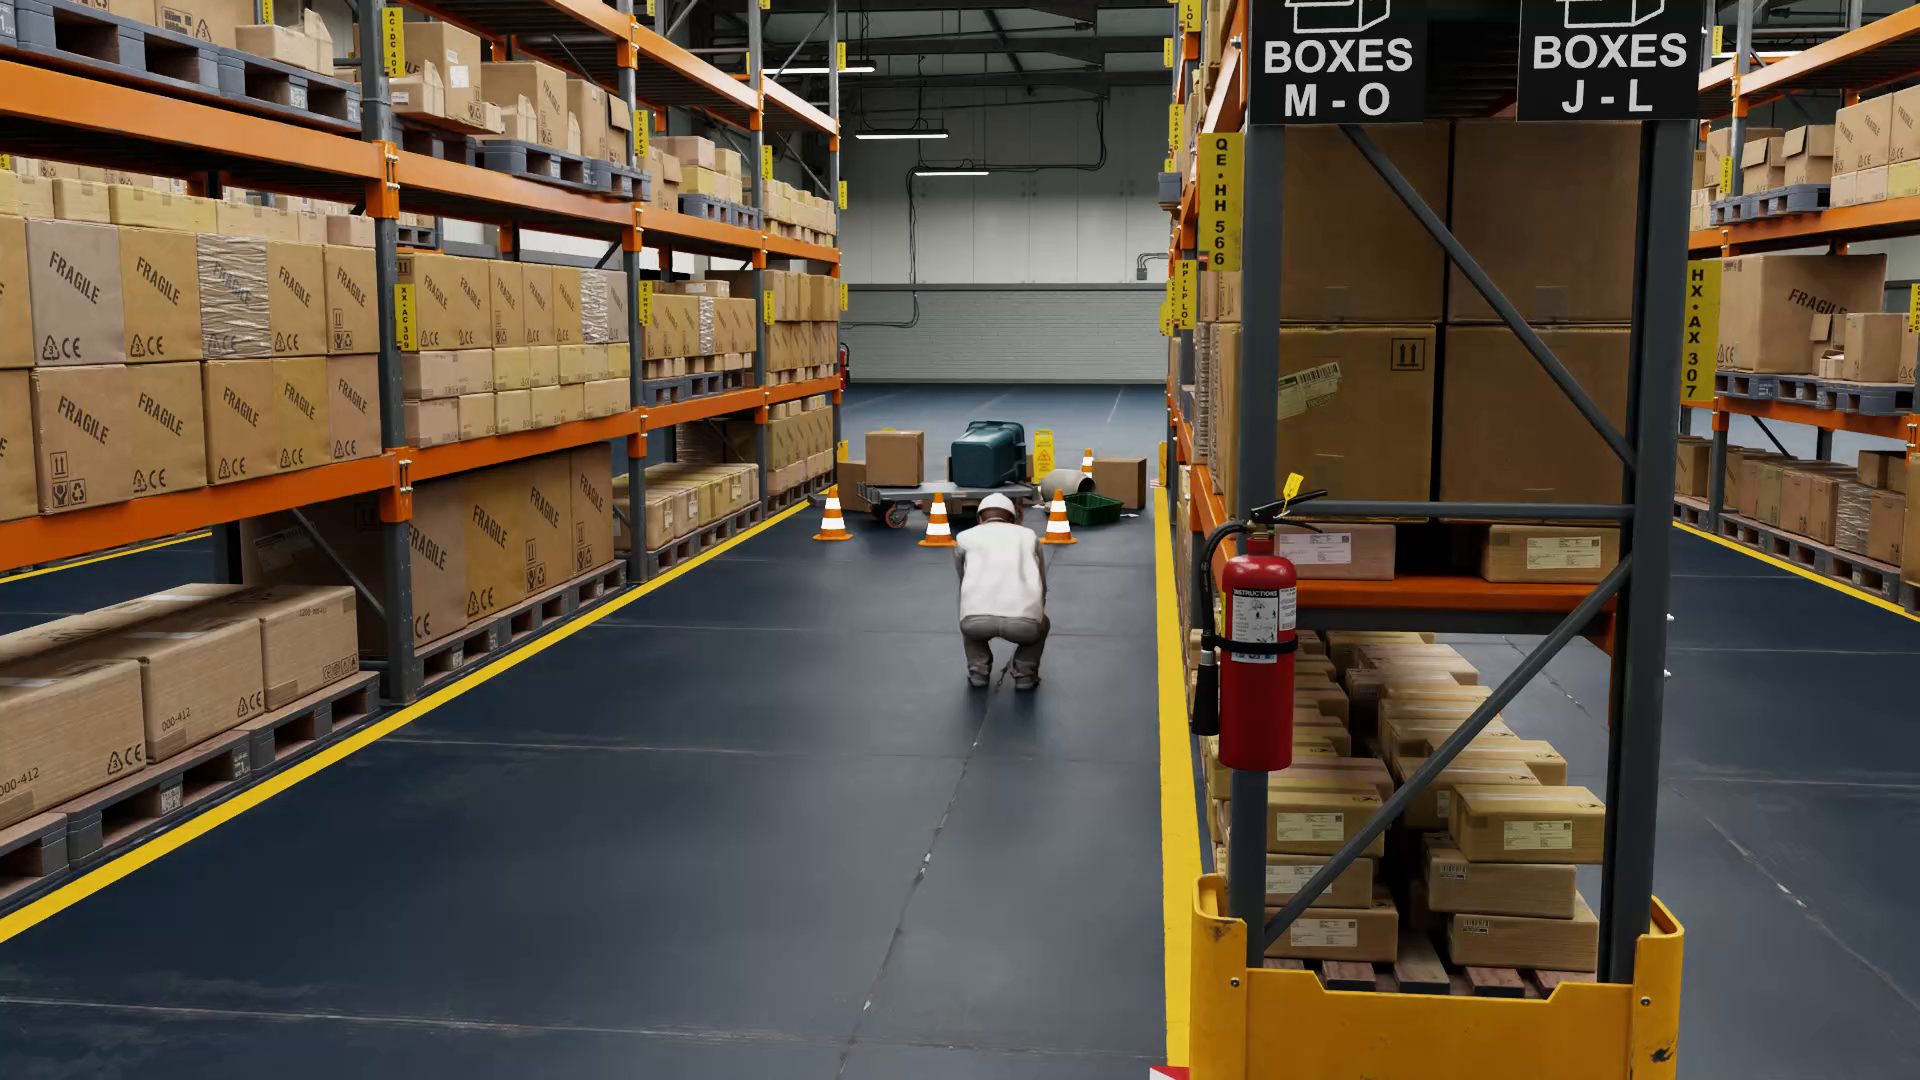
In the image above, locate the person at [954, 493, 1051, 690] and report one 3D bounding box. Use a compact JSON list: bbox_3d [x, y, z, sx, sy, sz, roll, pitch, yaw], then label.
[{"bbox_3d":[0.229,0.272,9.100,0.525,1.009,0.868,1,8,6],"label":"person"}]
